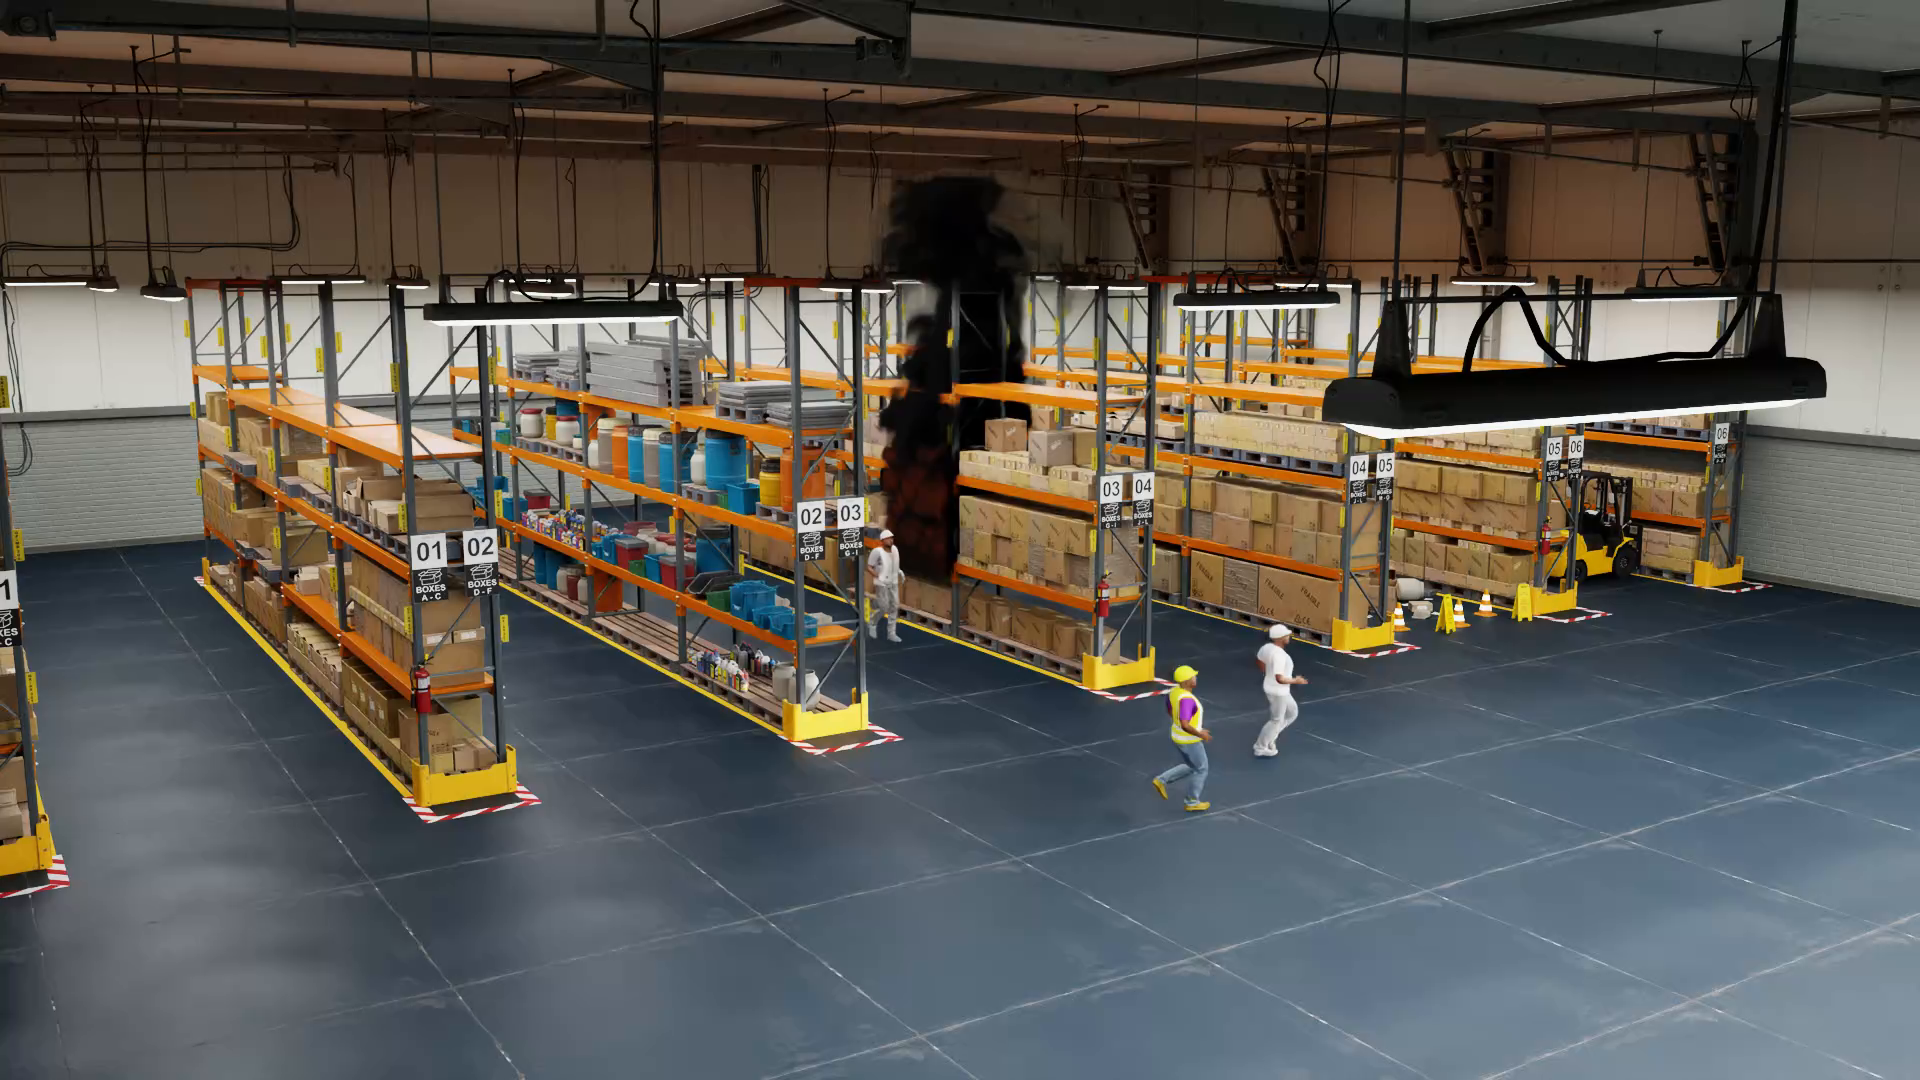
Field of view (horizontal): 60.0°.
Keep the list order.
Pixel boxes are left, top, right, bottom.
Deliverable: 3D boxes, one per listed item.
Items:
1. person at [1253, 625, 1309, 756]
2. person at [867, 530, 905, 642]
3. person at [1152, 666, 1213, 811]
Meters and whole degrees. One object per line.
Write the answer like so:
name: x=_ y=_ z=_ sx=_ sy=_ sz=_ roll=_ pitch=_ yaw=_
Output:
person: x=4.097 y=1.931 z=21.270 sx=0.657 sy=1.746 sz=0.672 roll=0 pitch=10 yaw=2
person: x=-1.185 y=0.721 z=26.704 sx=0.708 sy=1.790 sz=0.703 roll=-9 pitch=13 yaw=-42
person: x=2.586 y=2.293 z=19.207 sx=0.675 sy=1.721 sz=0.703 roll=-2 pitch=10 yaw=-10
